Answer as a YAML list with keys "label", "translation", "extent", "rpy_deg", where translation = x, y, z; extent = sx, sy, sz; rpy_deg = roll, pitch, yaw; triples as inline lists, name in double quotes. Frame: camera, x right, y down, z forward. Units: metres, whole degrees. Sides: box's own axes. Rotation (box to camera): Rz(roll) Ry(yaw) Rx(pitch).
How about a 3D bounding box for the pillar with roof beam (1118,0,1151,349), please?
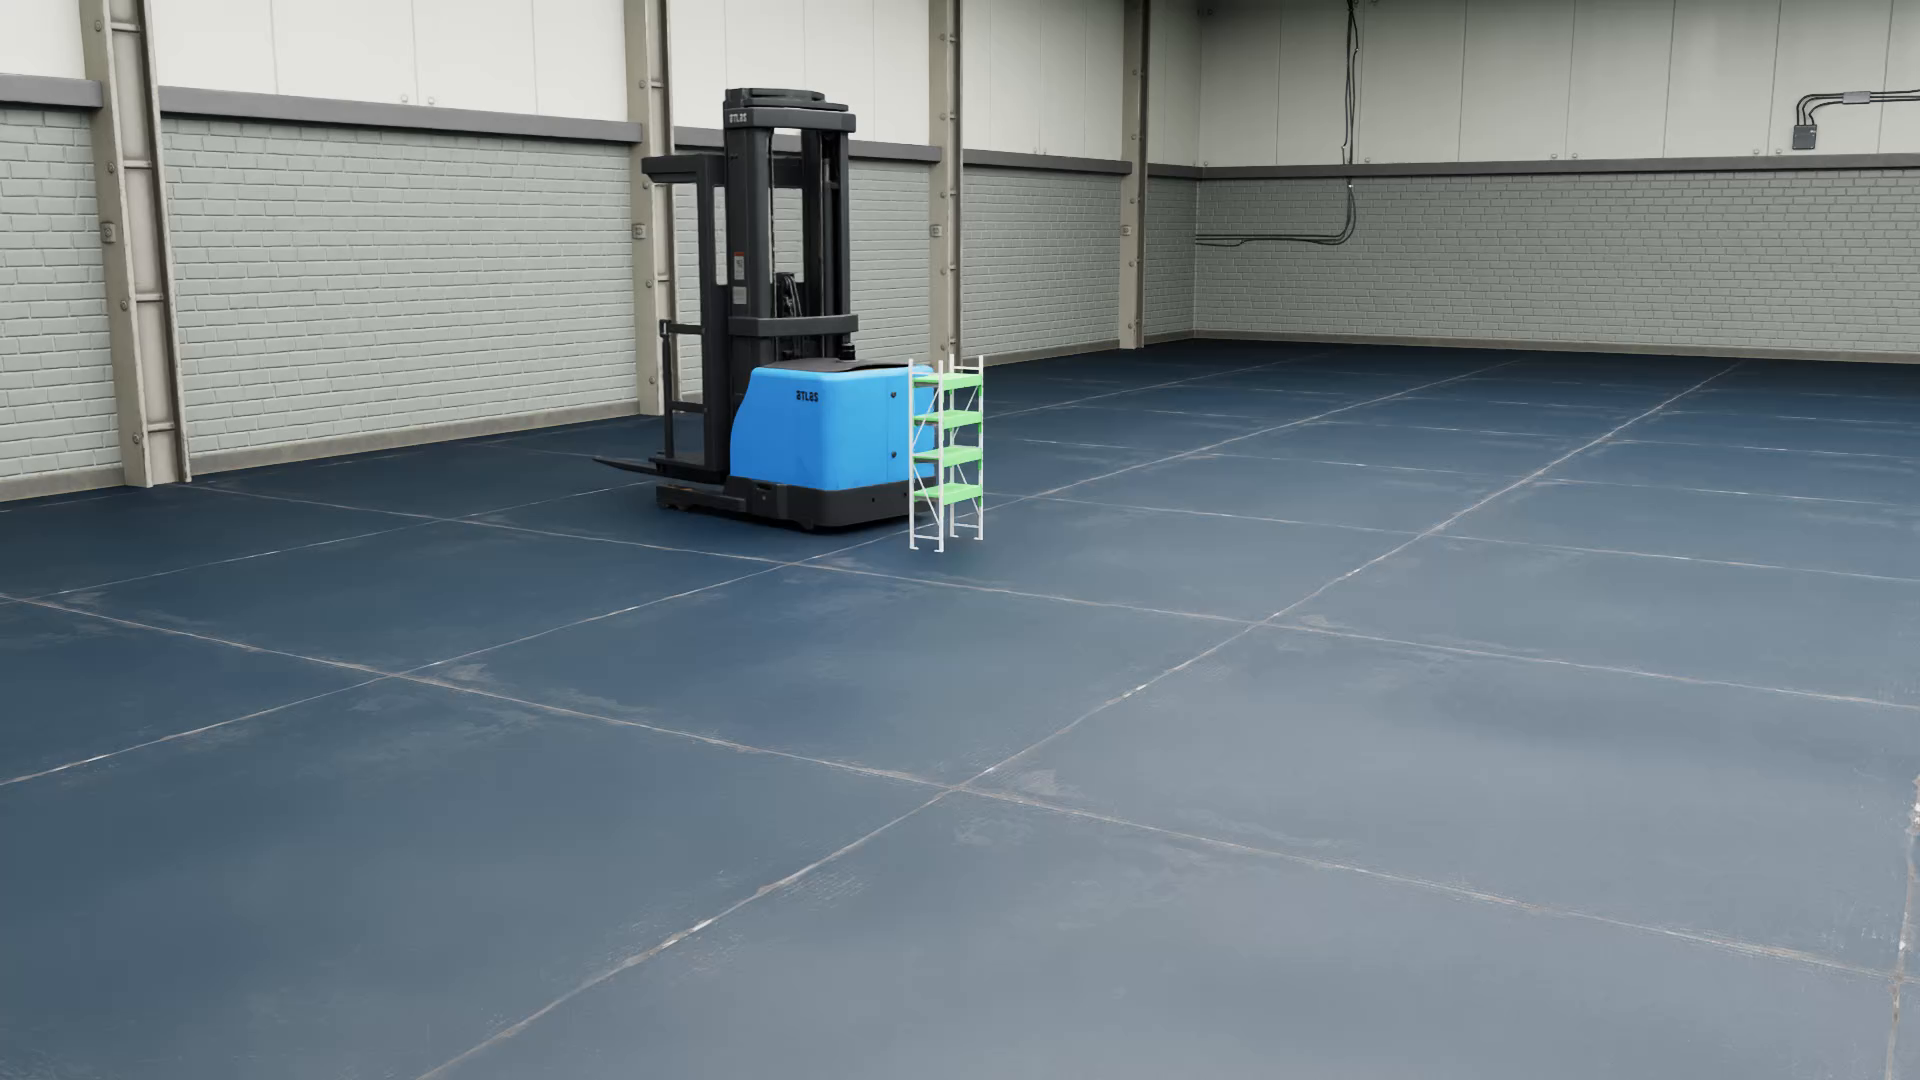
- label: "pillar with roof beam"
  translation: [6.602, -7.301, 25.411]
  extent: [9.100, 9.000, 0.400]
  rpy_deg: [6, 12, 31]

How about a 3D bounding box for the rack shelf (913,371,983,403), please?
- label: "rack shelf"
  translation: [-0.086, -0.973, 10.543]
  extent: [0.258, 0.148, 0.480]
  rpy_deg: [6, 12, 31]

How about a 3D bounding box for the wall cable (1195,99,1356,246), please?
- label: "wall cable"
  translation: [5.582, -6.523, 29.694]
  extent: [3.097, 2.526, 0.112]
  rpy_deg: [6, 12, 31]

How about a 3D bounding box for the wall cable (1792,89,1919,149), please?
- label: "wall cable"
  translation: [13.688, -8.811, 24.237]
  extent: [2.305, 6.003, 0.169]
  rpy_deg: [6, 12, 31]

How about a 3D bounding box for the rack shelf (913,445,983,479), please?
- label: "rack shelf"
  translation: [-0.086, -0.501, 10.631]
  extent: [0.258, 0.148, 0.480]
  rpy_deg: [6, 12, 31]

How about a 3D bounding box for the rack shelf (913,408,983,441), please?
- label: "rack shelf"
  translation: [-0.086, -0.737, 10.587]
  extent: [0.258, 0.148, 0.480]
  rpy_deg: [6, 12, 31]

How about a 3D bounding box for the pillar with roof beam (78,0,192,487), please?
- label: "pillar with roof beam"
  translation: [-2.743, -4.470, 10.290]
  extent: [9.100, 9.000, 0.400]
  rpy_deg: [6, 12, 31]

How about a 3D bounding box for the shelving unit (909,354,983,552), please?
- label: "shelving unit"
  translation: [-0.086, -0.564, 10.619]
  extent: [0.258, 1.200, 0.503]
  rpy_deg: [6, 12, 31]

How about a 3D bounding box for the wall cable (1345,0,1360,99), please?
- label: "wall cable"
  translation: [7.895, -8.747, 27.849]
  extent: [3.097, 2.526, 0.112]
  rpy_deg: [6, 12, 31]

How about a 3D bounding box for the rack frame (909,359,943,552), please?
- label: "rack frame"
  translation: [-0.213, -0.525, 10.414]
  extent: [0.240, 1.200, 0.015]
  rpy_deg: [6, 12, 31]

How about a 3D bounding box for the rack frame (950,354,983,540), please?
- label: "rack frame"
  translation: [0.041, -0.602, 10.824]
  extent: [0.240, 1.200, 0.015]
  rpy_deg: [6, 12, 31]

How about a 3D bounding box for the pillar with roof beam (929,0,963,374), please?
- label: "pillar with roof beam"
  translation: [3.487, -6.357, 20.371]
  extent: [9.100, 9.000, 0.400]
  rpy_deg: [6, 12, 31]

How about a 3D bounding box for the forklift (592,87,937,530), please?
- label: "forklift"
  translation: [-1.574, -1.712, 12.047]
  extent: [3.031, 2.935, 1.130]
  rpy_deg: [10, 15, 43]

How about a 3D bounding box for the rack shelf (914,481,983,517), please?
- label: "rack shelf"
  translation: [-0.086, -0.265, 10.675]
  extent: [0.258, 0.148, 0.480]
  rpy_deg: [6, 12, 31]

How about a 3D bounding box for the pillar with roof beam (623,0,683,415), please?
- label: "pillar with roof beam"
  translation: [0.372, -5.413, 15.331]
  extent: [9.100, 9.000, 0.400]
  rpy_deg: [6, 12, 31]
